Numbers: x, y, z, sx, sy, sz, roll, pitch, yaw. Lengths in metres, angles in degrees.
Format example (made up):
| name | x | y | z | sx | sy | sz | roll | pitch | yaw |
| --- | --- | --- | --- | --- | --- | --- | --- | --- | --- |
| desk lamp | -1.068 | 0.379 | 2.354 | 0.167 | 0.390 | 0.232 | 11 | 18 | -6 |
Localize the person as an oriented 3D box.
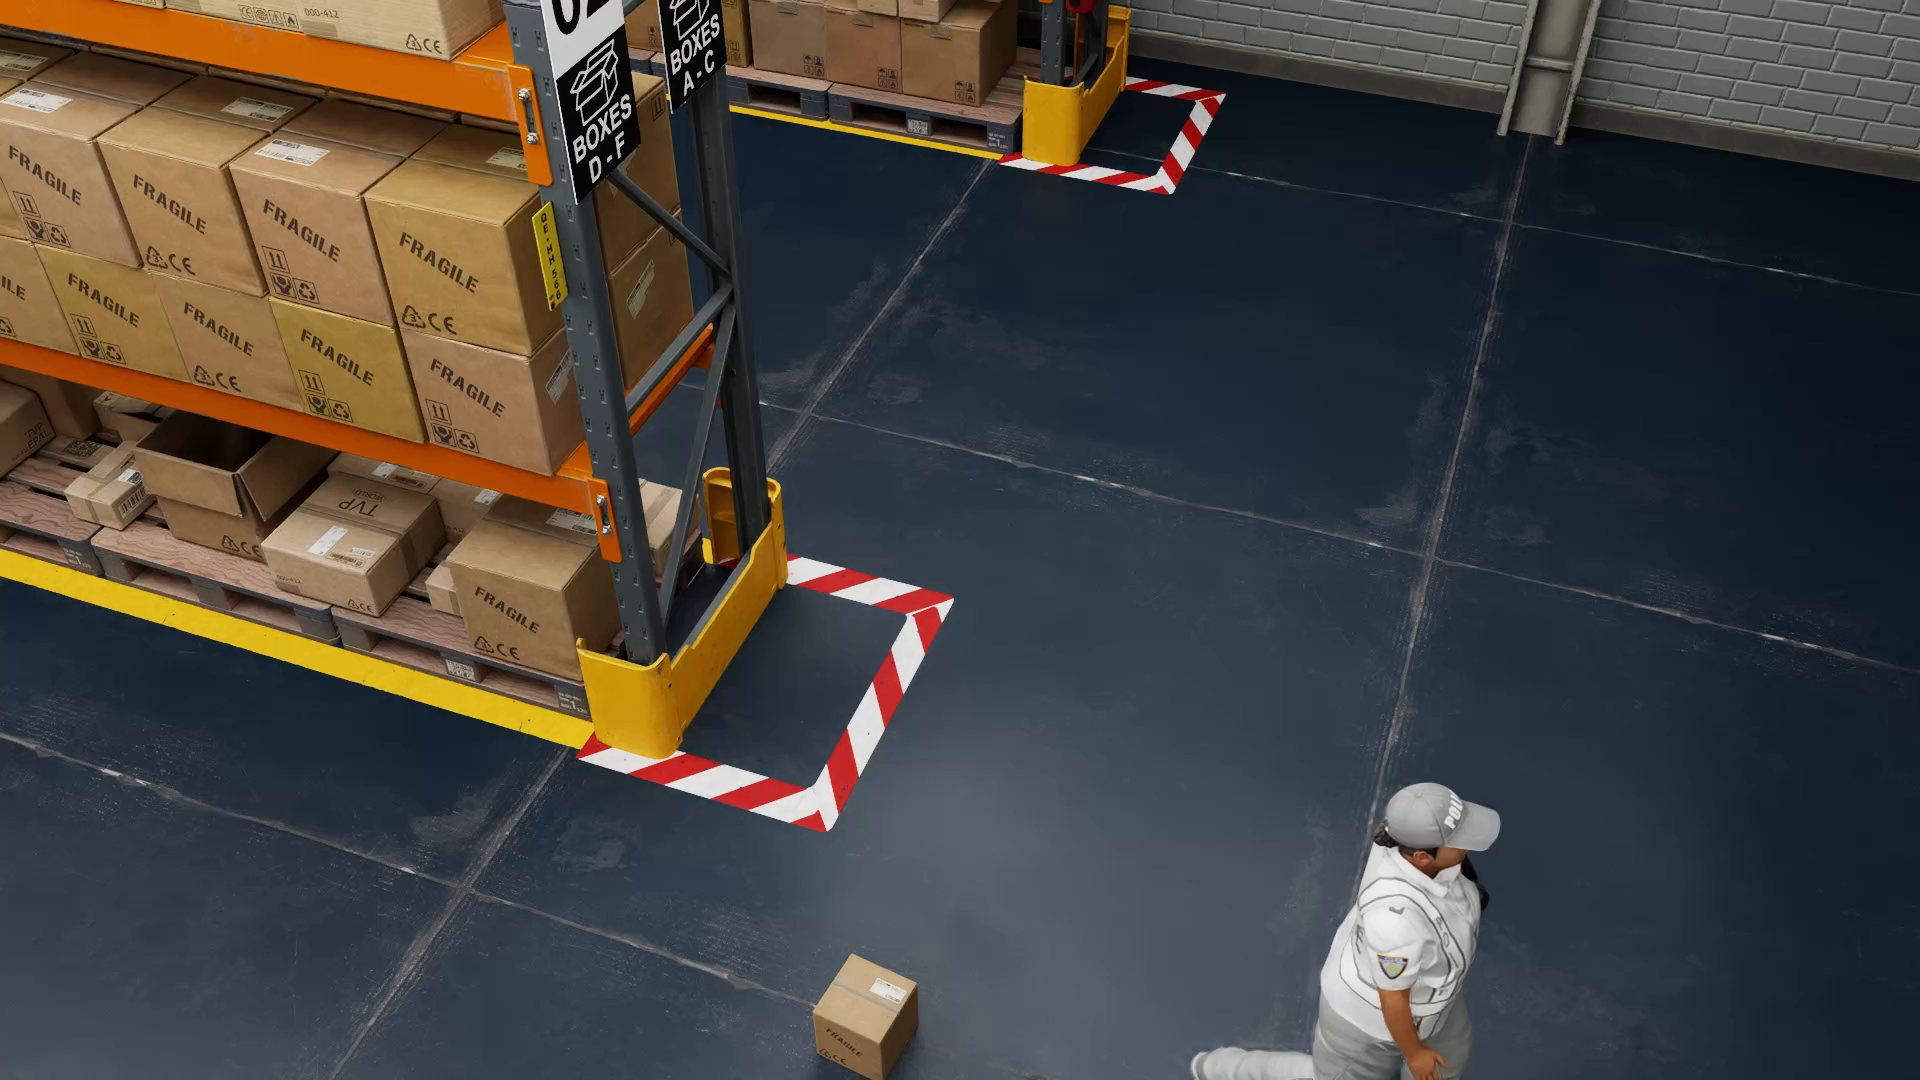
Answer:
| name | x | y | z | sx | sy | sz | roll | pitch | yaw |
| --- | --- | --- | --- | --- | --- | --- | --- | --- | --- |
| person | 1.191 | 1.246 | 4.745 | 0.914 | 1.620 | 0.471 | 19 | 45 | 20 |
